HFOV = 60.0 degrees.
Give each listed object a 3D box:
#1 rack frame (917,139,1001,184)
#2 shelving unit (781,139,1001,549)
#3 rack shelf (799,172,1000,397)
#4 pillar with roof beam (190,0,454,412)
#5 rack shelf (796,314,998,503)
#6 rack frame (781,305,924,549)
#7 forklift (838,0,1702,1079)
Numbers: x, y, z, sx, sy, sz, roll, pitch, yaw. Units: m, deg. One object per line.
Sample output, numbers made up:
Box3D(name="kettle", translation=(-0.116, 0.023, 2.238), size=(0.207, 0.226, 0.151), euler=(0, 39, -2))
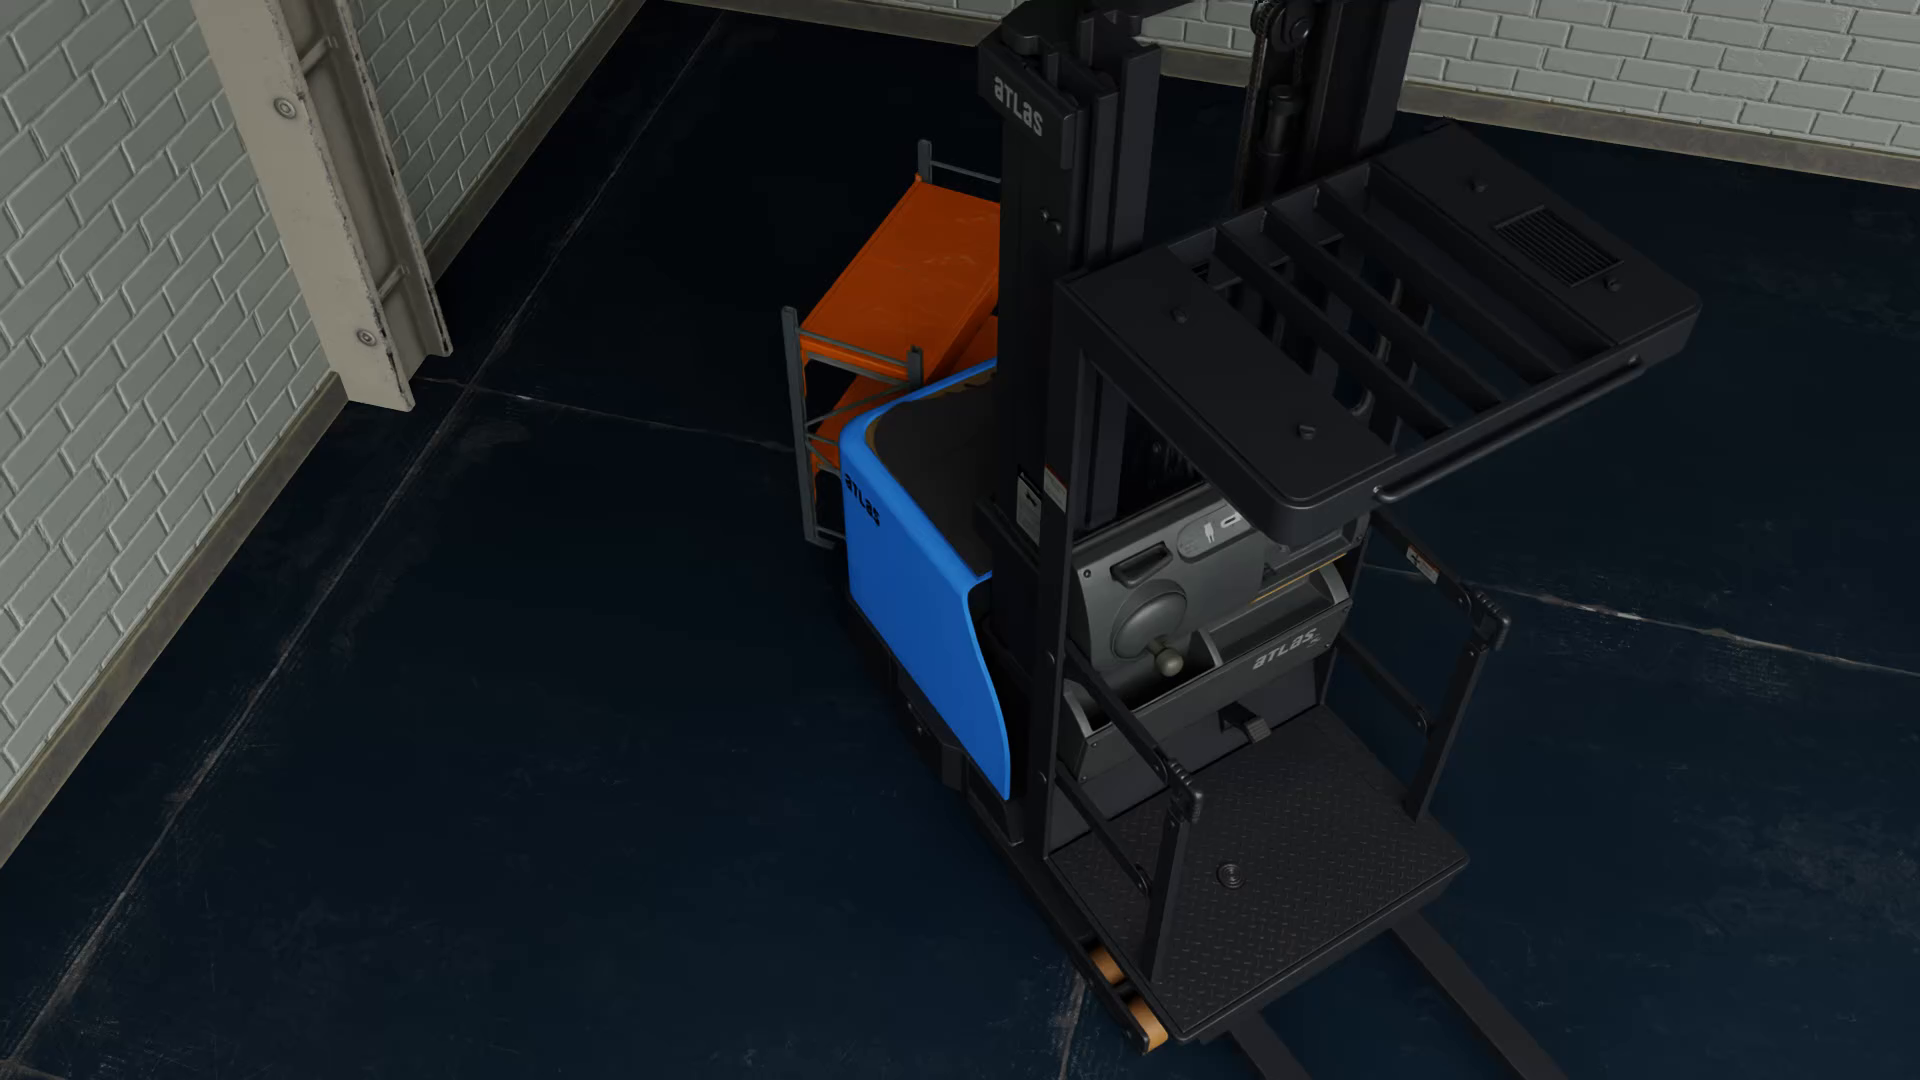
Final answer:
Box3D(name="rack frame", translation=(0.078, -0.996, 6.379), size=(0.500, 1.125, 0.032), euler=(19, 51, 16))
Box3D(name="shelving unit", translation=(-0.136, -0.650, 6.074), size=(0.538, 1.125, 1.048), euler=(19, 51, 16))
Box3D(name="rack shelf", translation=(-0.136, -0.844, 5.854), size=(0.538, 0.278, 1.000), euler=(19, 51, 16))
Box3D(name="pillar with roof beam", translation=(1.837, -2.818, 2.735), size=(9.100, 9.000, 0.400), euler=(12, 50, 10))
Box3D(name="rack shelf", translation=(-0.136, -0.488, 6.257), size=(0.538, 0.278, 1.000), euler=(19, 51, 16))
Box3D(name="rack frame", translation=(-0.350, -0.305, 5.769), size=(0.500, 1.125, 0.032), euler=(19, 51, 16))
Box3D(name="forklift", translation=(0.813, 0.127, 4.183), size=(1.130, 2.935, 3.031), euler=(-25, 53, -21))
